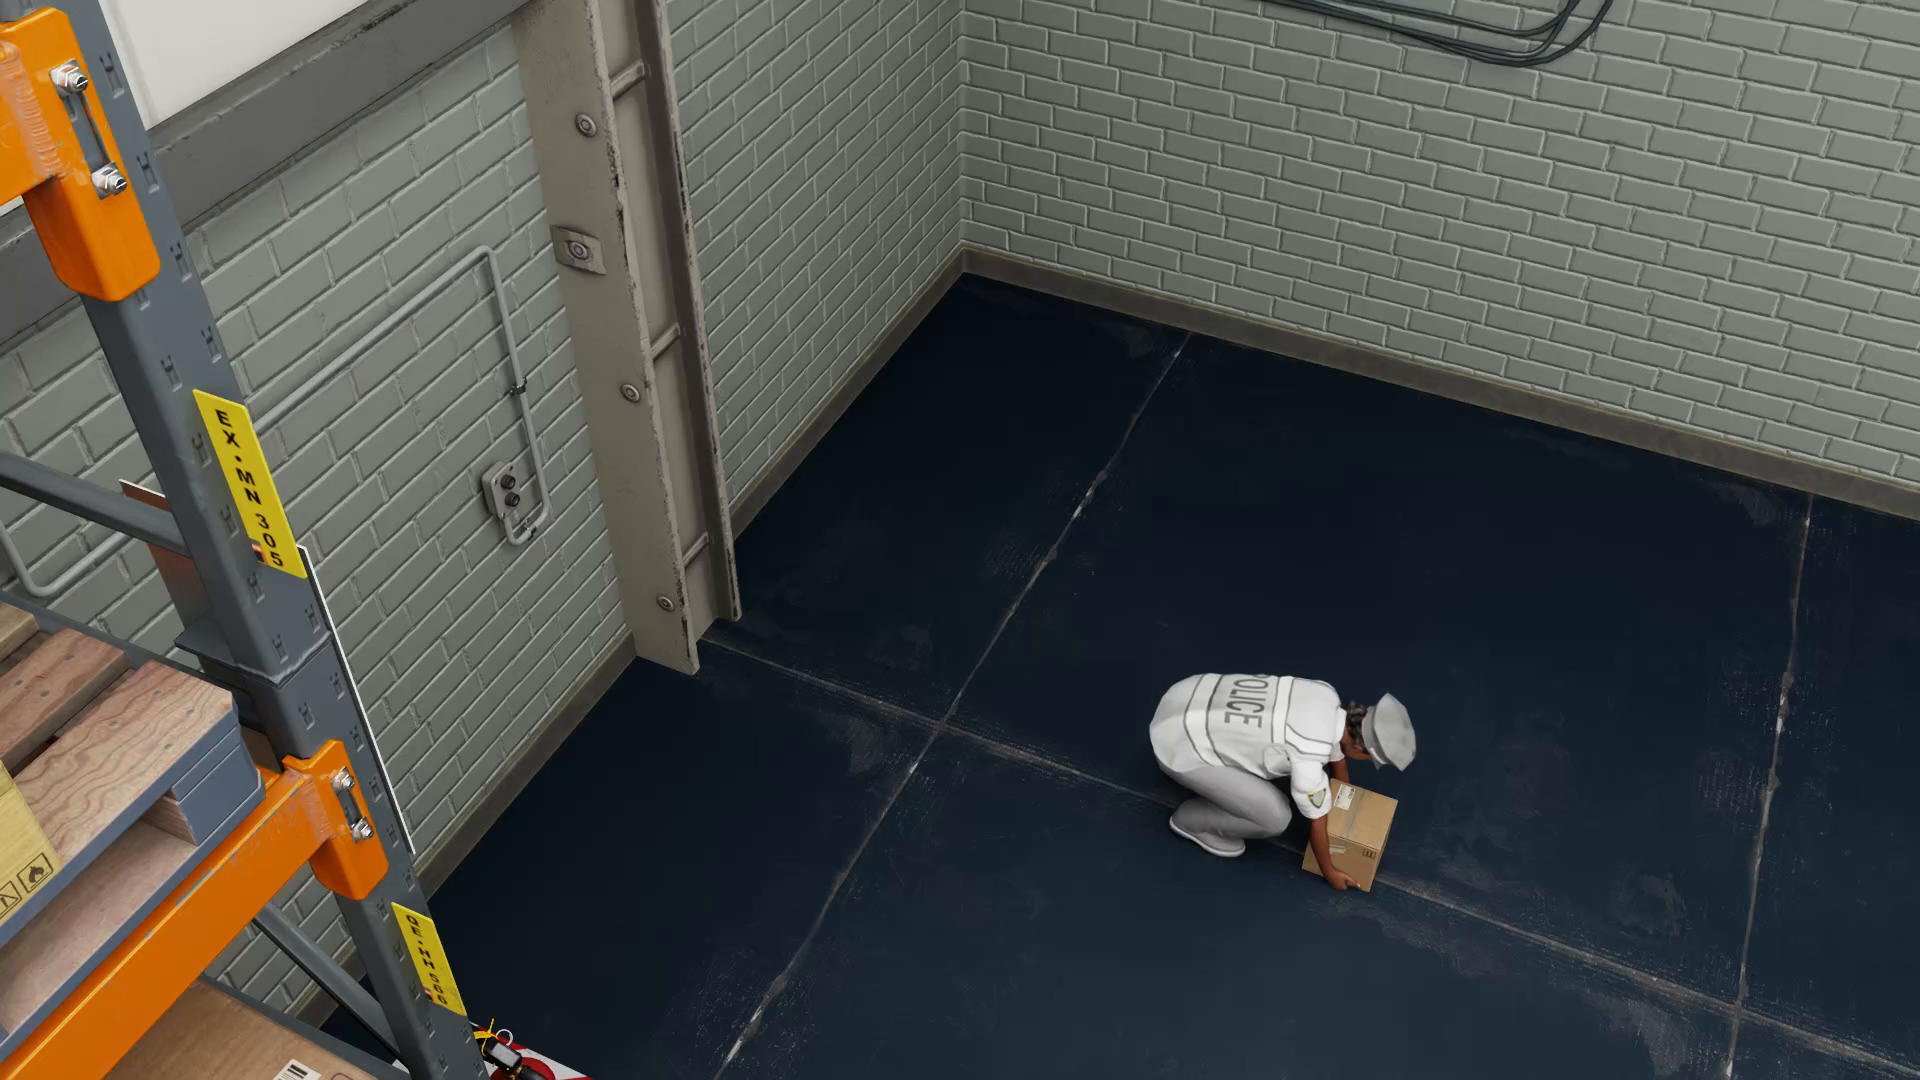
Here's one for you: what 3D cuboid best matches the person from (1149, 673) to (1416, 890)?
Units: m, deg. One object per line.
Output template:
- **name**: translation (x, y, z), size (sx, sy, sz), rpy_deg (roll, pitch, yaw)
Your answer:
- **person**: translation (1.131, 0.810, 5.964), size (0.909, 0.808, 0.457), rpy_deg (17, 45, 17)
